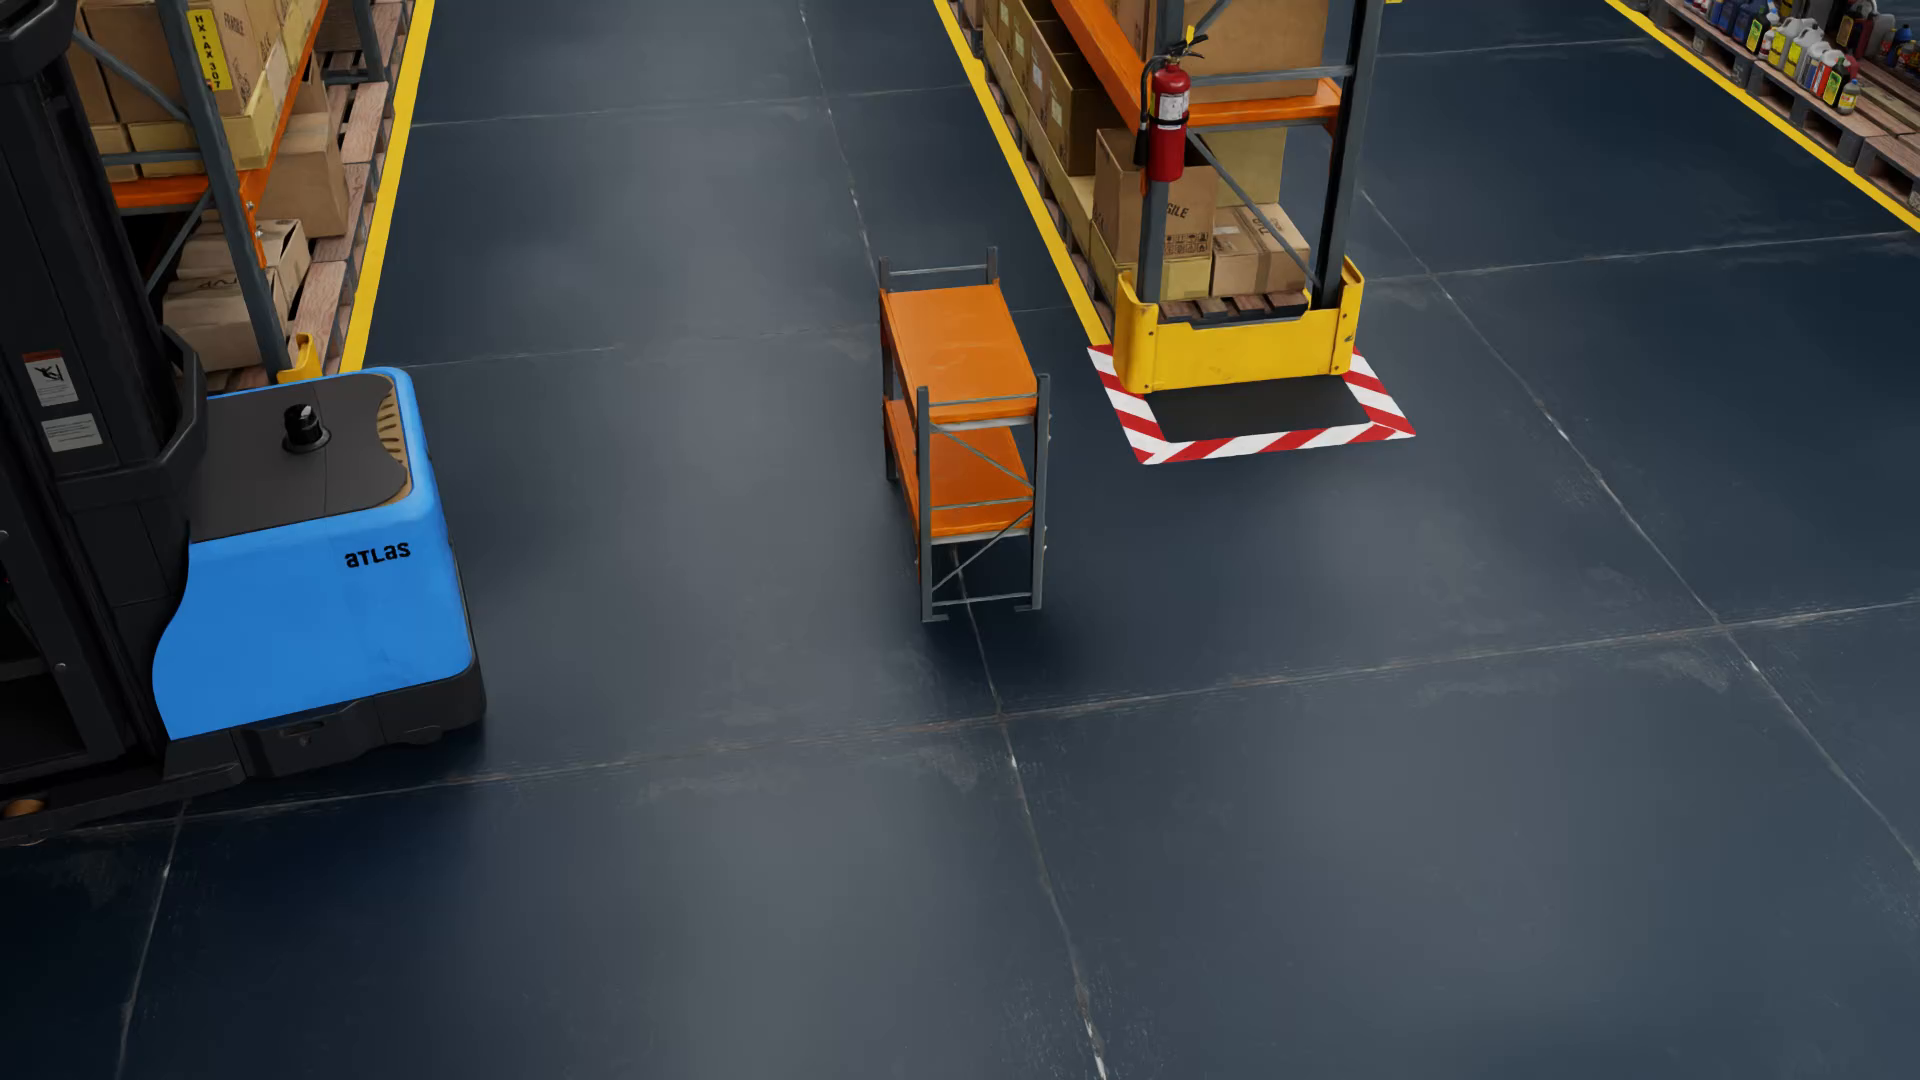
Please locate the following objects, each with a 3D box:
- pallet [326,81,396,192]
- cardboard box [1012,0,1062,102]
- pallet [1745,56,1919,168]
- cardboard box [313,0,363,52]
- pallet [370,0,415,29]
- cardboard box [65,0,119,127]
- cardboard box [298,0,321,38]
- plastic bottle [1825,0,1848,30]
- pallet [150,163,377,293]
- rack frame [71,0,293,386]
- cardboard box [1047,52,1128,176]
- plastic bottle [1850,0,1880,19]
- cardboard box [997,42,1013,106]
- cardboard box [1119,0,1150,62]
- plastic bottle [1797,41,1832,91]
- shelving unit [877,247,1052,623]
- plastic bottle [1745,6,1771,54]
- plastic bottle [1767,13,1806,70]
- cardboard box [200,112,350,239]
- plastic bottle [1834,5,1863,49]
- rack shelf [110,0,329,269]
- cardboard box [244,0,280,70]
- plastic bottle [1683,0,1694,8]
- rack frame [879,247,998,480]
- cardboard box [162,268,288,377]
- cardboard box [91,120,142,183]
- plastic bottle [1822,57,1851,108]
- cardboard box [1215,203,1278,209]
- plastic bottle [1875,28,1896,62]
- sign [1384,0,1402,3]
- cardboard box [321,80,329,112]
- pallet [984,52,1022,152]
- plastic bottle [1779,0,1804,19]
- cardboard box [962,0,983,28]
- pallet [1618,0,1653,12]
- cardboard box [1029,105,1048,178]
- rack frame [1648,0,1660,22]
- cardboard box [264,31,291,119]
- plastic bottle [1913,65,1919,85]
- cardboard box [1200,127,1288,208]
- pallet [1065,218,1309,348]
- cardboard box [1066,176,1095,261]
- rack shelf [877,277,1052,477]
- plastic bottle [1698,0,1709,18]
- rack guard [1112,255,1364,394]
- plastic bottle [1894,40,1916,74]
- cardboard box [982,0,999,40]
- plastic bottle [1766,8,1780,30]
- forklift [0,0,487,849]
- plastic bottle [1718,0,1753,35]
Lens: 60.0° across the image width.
[{"bbox_3d":[-4.064,-2.455,10.238,1.003,0.211,1.213,-6,38,-8],"label":"pallet"},{"bbox_3d":[0.608,-2.952,9.892,0.500,0.500,0.500,-6,38,-8],"label":"cardboard box"},{"bbox_3d":[5.831,-2.774,10.649,1.003,0.211,1.213,-6,38,-8],"label":"pallet"},{"bbox_3d":[-4.362,-3.588,11.102,0.700,0.500,0.500,-5,38,-6],"label":"cardboard box"},{"bbox_3d":[-4.572,-4.066,12.311,1.003,0.211,1.213,-6,38,-8],"label":"pallet"},{"bbox_3d":[-3.807,-2.049,6.937,0.500,0.500,0.500,-7,38,-8],"label":"cardboard box"},{"bbox_3d":[-3.563,-2.746,8.445,0.500,0.250,0.500,-6,38,-8],"label":"cardboard box"},{"bbox_3d":[5.967,-3.678,11.339,0.144,0.351,0.185,-8,39,-10],"label":"plastic bottle"},{"bbox_3d":[-3.847,-1.717,9.288,1.003,0.211,1.213,-6,38,-8],"label":"pallet"},{"bbox_3d":[-3.516,-1.542,6.790,1.000,3.000,0.127,-6,38,-8],"label":"rack frame"},{"bbox_3d":[0.784,-2.348,9.115,0.500,0.500,0.500,-6,38,-8],"label":"cardboard box"},{"bbox_3d":[6.024,-3.483,11.088,0.144,0.351,0.185,-6,38,-8],"label":"plastic bottle"},{"bbox_3d":[0.525,-2.958,10.512,0.500,0.250,0.500,-6,38,-8],"label":"cardboard box"},{"bbox_3d":[1.195,-2.717,8.221,0.700,0.500,0.500,-5,38,-7],"label":"cardboard box"},{"bbox_3d":[5.443,-3.007,10.537,0.152,0.276,0.135,-7,38,-9],"label":"plastic bottle"},{"bbox_3d":[-0.001,-0.448,6.910,0.538,1.125,1.048,-6,38,-8],"label":"shelving unit"},{"bbox_3d":[5.291,-3.375,11.004,0.061,0.283,0.133,-5,38,-6],"label":"plastic bottle"},{"bbox_3d":[5.377,-3.249,10.787,0.144,0.351,0.185,-7,38,-8],"label":"plastic bottle"},{"bbox_3d":[-3.728,-1.949,8.993,0.700,0.500,0.500,-9,39,-11],"label":"cardboard box"},{"bbox_3d":[5.927,-3.429,11.075,0.061,0.283,0.133,-6,38,-8],"label":"plastic bottle"},{"bbox_3d":[-3.866,-2.466,8.566,1.077,0.370,4.000,-6,38,-8],"label":"rack shelf"},{"bbox_3d":[-3.380,-2.407,7.399,0.500,0.500,0.500,-6,38,-8],"label":"cardboard box"},{"bbox_3d":[5.161,-3.881,11.665,0.097,0.271,0.097,0,38,0],"label":"plastic bottle"},{"bbox_3d":[-0.090,-0.755,7.305,0.500,1.125,0.032,-6,38,-8],"label":"rack frame"},{"bbox_3d":[-3.548,-1.082,8.031,0.500,0.311,0.500,-10,39,-13],"label":"cardboard box"},{"bbox_3d":[-3.788,-1.753,7.167,0.500,0.250,0.500,-6,38,-7],"label":"cardboard box"},{"bbox_3d":[5.446,-2.840,10.316,0.061,0.283,0.133,-5,38,-7],"label":"plastic bottle"},{"bbox_3d":[1.394,-1.807,9.030,0.500,0.250,0.500,-6,38,-8],"label":"cardboard box"},{"bbox_3d":[6.096,-3.257,10.919,0.097,0.201,0.097,0,38,0],"label":"plastic bottle"},{"bbox_3d":[1.908,-2.507,7.261,0.100,0.325,0.005,-6,38,-8],"label":"sign"},{"bbox_3d":[-4.093,-2.693,10.223,0.380,0.166,0.250,-11,39,-14],"label":"cardboard box"},{"bbox_3d":[0.758,-2.907,10.820,1.003,0.211,1.213,-6,38,-8],"label":"pallet"},{"bbox_3d":[5.792,-3.778,11.469,0.144,0.351,0.185,-6,38,-8],"label":"plastic bottle"},{"bbox_3d":[0.301,-3.793,11.586,0.500,0.250,0.500,-7,38,-8],"label":"cardboard box"},{"bbox_3d":[5.361,-4.393,12.732,1.003,0.211,1.213,-6,38,-8],"label":"pallet"},{"bbox_3d":[0.701,-2.354,9.734,0.500,0.250,0.500,-6,38,-8],"label":"cardboard box"},{"bbox_3d":[5.537,-5.024,11.272,1.000,3.000,0.127,-6,38,-8],"label":"rack frame"},{"bbox_3d":[-3.394,-2.132,7.655,0.500,0.250,0.500,-7,38,-9],"label":"cardboard box"},{"bbox_3d":[6.167,-3.040,10.583,0.097,0.271,0.097,0,38,0],"label":"plastic bottle"},{"bbox_3d":[1.396,-2.103,8.800,0.500,0.500,0.500,-6,38,-8],"label":"cardboard box"},{"bbox_3d":[1.185,-1.434,8.923,1.003,0.211,1.213,-6,38,-8],"label":"pallet"},{"bbox_3d":[0.876,-1.750,8.957,0.500,0.250,0.500,-6,38,-8],"label":"cardboard box"},{"bbox_3d":[-0.001,-0.679,6.731,0.538,0.278,1.000,-6,38,-8],"label":"rack shelf"},{"bbox_3d":[5.197,-3.730,11.529,0.097,0.201,0.097,0,38,0],"label":"plastic bottle"},{"bbox_3d":[1.365,-1.076,8.227,1.175,0.500,0.348,-6,38,-8],"label":"rack guard"},{"bbox_3d":[6.132,-3.133,10.759,0.097,0.201,0.097,0,38,0],"label":"plastic bottle"},{"bbox_3d":[0.433,-3.556,10.670,0.500,0.500,0.500,-6,38,-8],"label":"cardboard box"},{"bbox_3d":[5.366,-3.389,11.033,0.097,0.271,0.097,0,38,0],"label":"plastic bottle"},{"bbox_3d":[-3.370,-0.407,5.385,3.031,2.935,1.130,-13,40,-16],"label":"forklift"},{"bbox_3d":[5.270,-3.619,11.264,0.144,0.351,0.185,-5,38,-7],"label":"plastic bottle"}]
